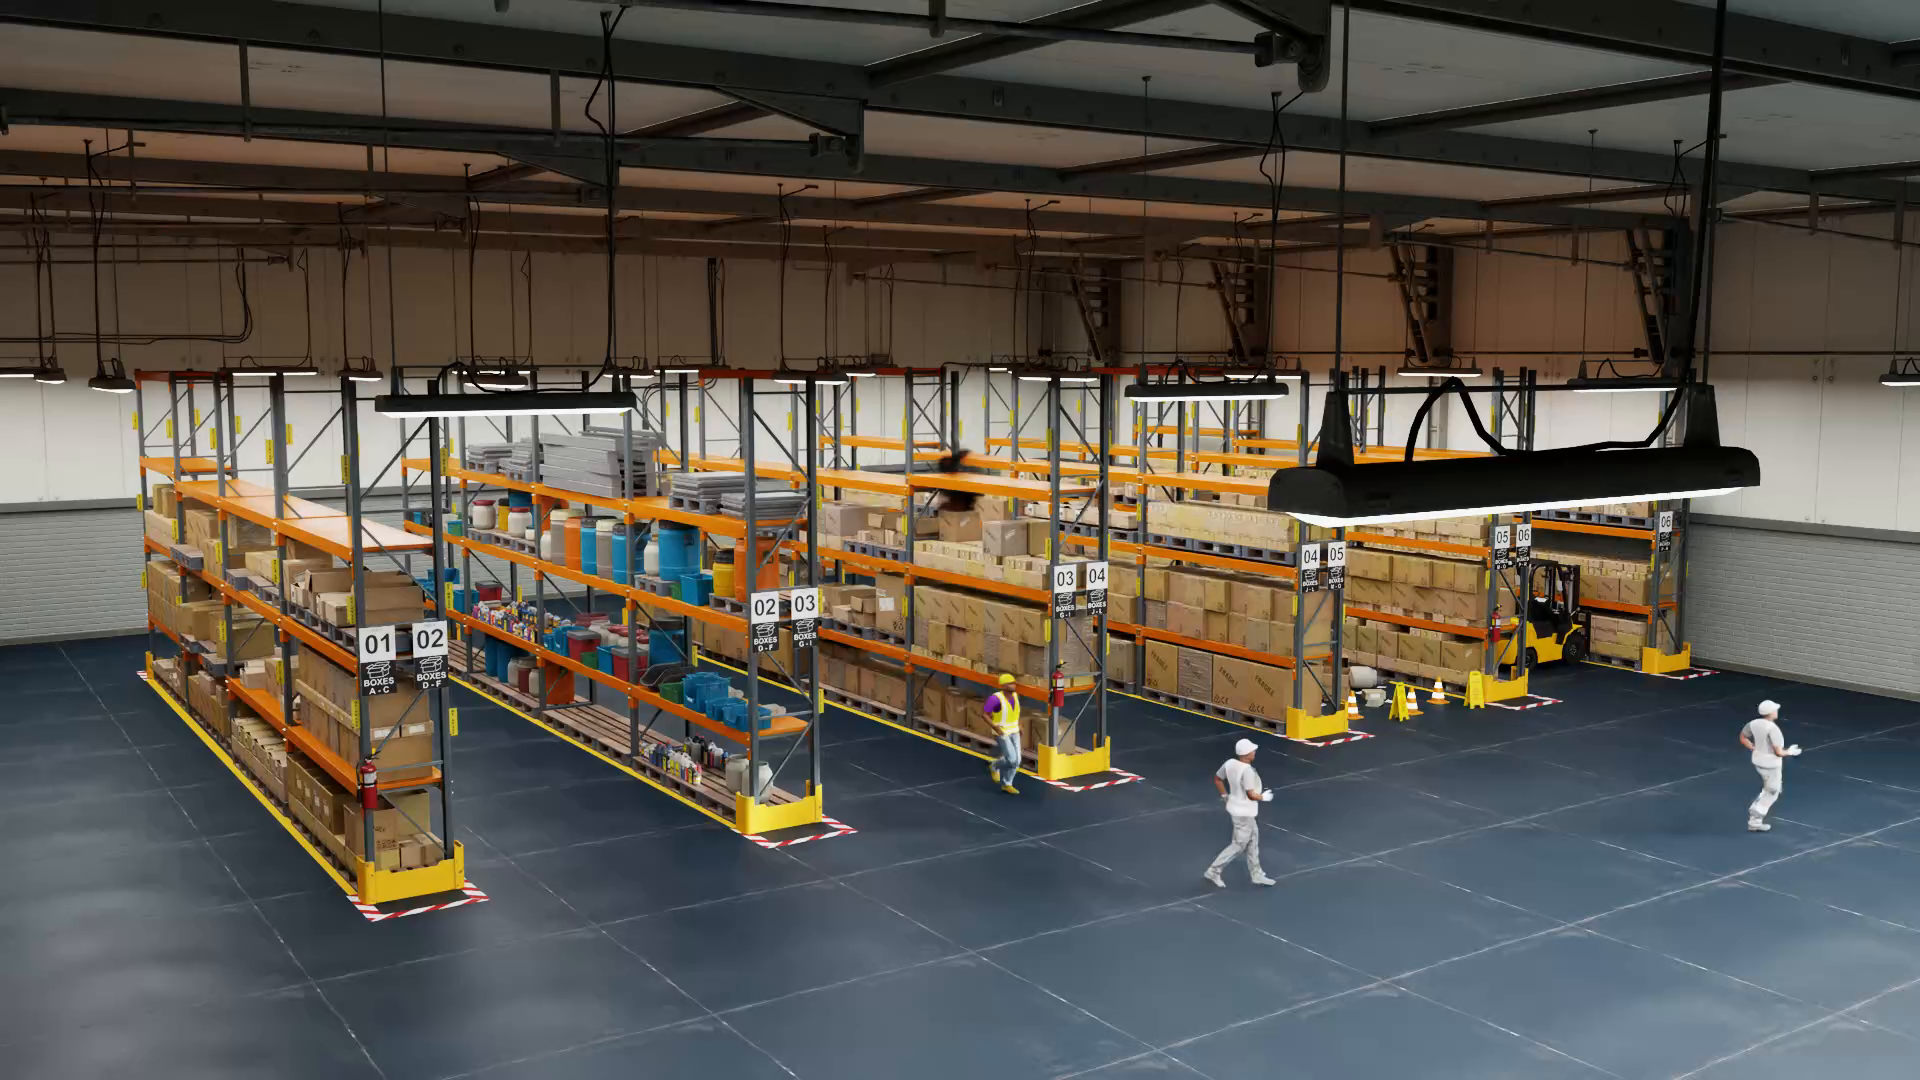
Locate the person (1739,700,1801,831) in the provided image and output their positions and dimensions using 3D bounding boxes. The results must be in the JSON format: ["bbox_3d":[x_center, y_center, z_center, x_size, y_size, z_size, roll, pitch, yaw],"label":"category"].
[{"bbox_3d":[10.723,2.971,21.971,0.601,1.746,0.641,0,6,-4],"label":"person"}]

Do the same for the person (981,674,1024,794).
[{"bbox_3d":[0.659,2.780,23.986,0.734,1.731,0.551,-6,9,-41],"label":"person"}]

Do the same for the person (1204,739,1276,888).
[{"bbox_3d":[3.317,3.229,19.566,0.931,1.789,0.674,-1,7,-9],"label":"person"}]
